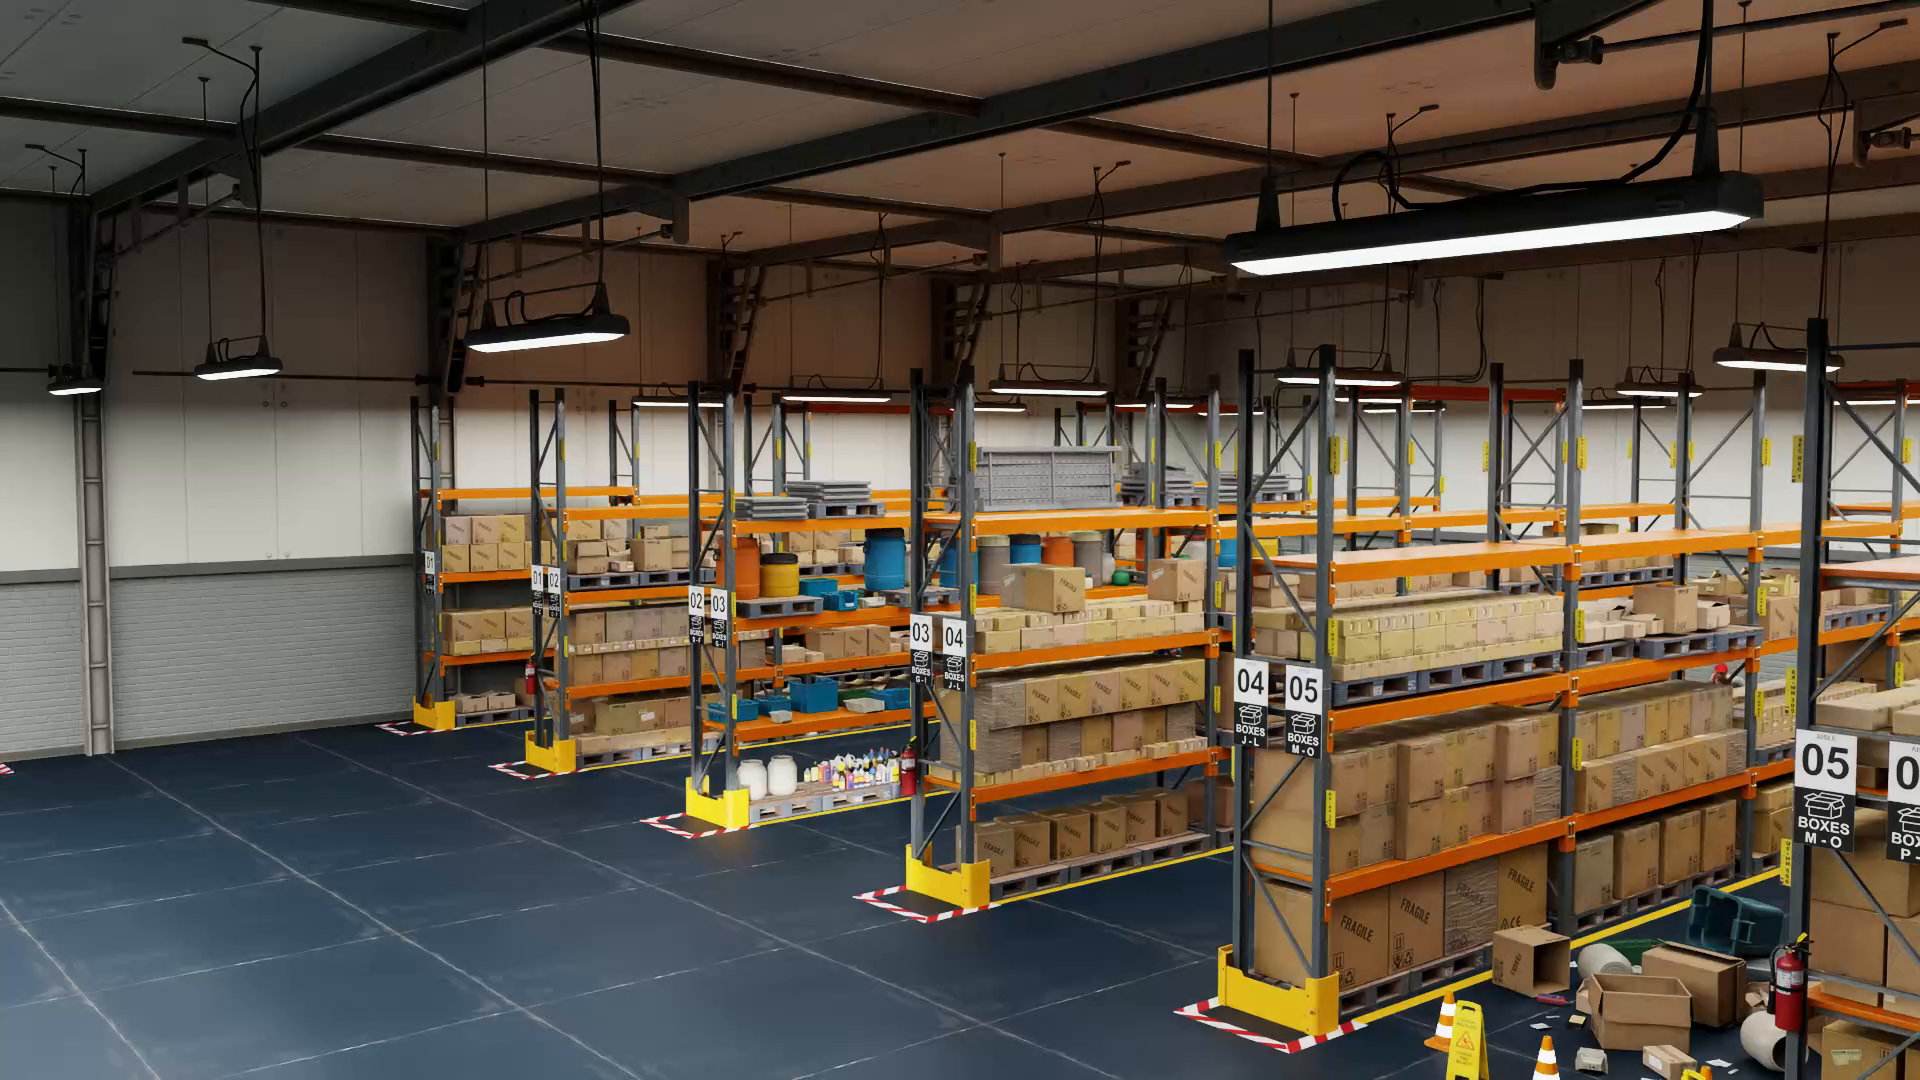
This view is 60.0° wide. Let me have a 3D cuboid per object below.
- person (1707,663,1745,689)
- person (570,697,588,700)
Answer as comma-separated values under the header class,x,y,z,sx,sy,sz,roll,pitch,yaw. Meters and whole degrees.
class,x,y,z,sx,sy,sz,roll,pitch,yaw
person,12.596,2.774,27.217,0.885,1.586,0.689,-3,5,-44
person,-6.663,2.637,29.217,0.707,1.637,0.648,1,4,20
